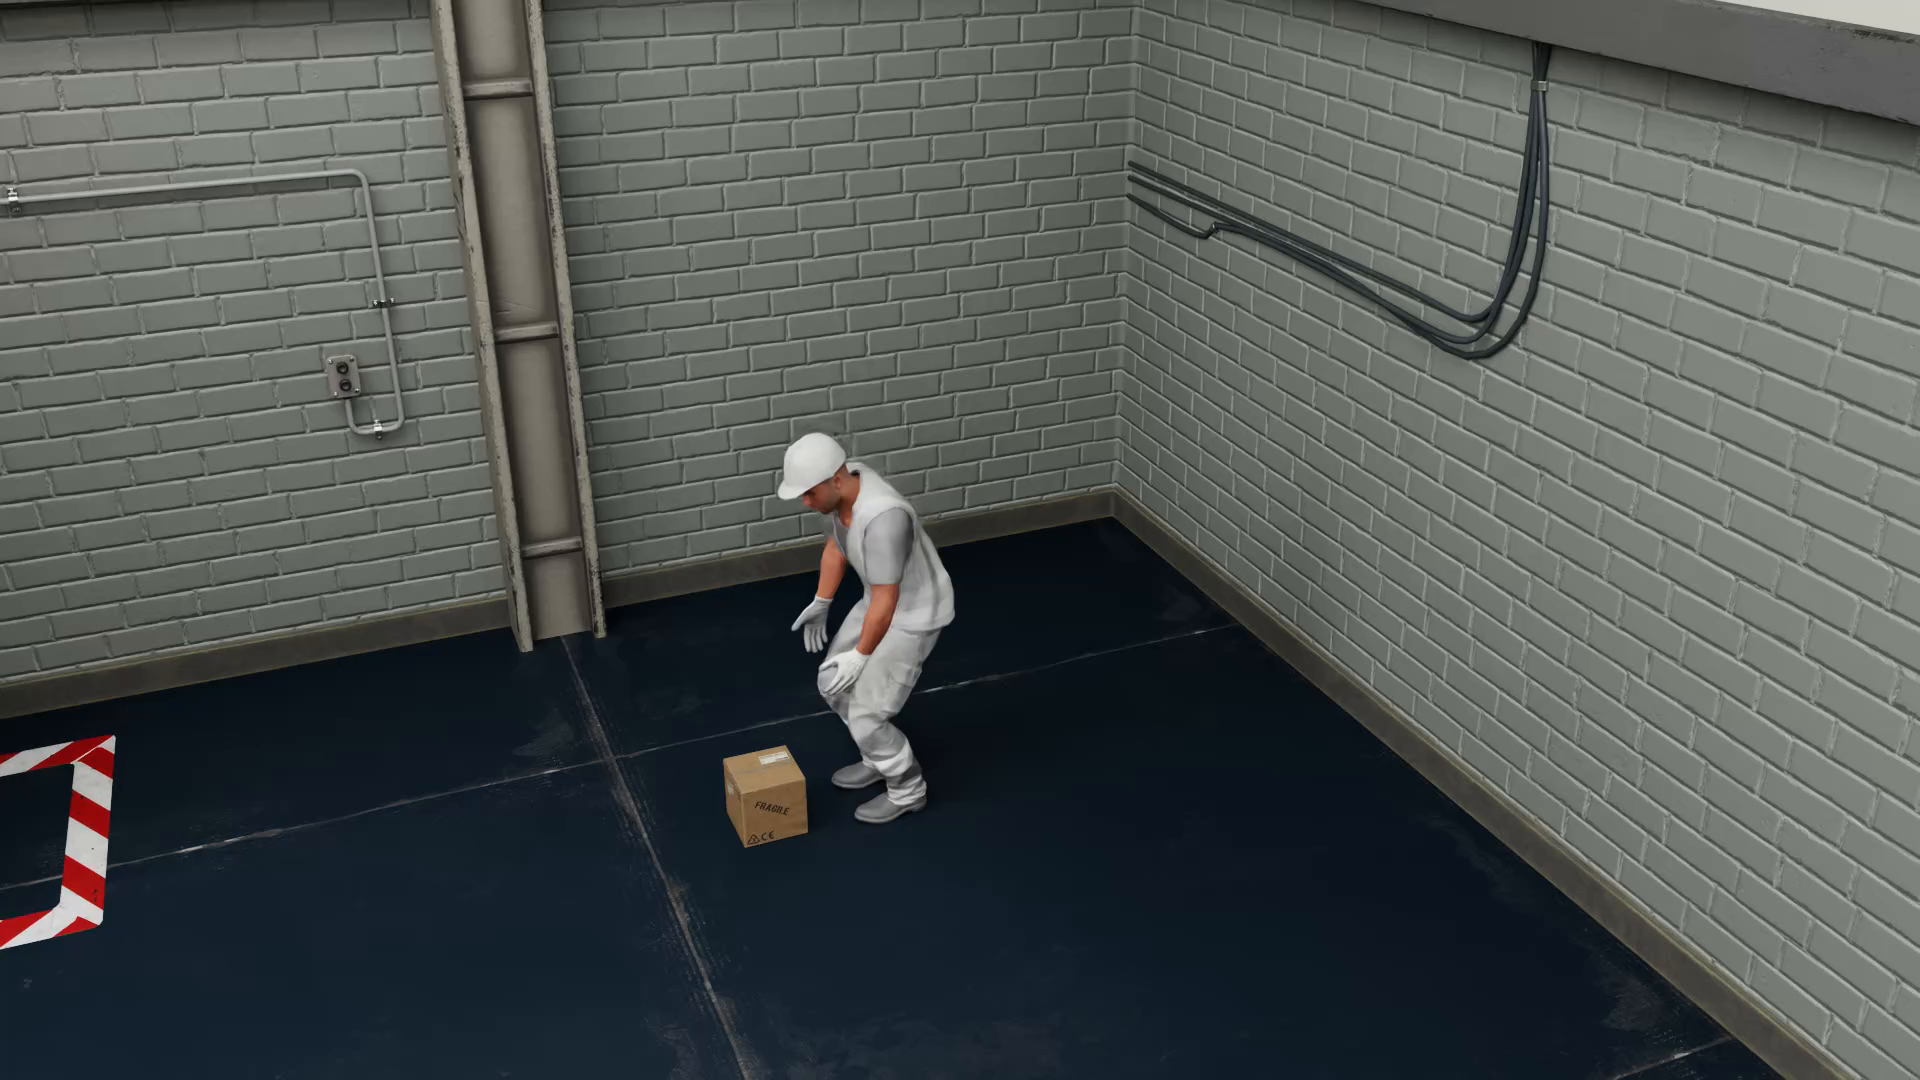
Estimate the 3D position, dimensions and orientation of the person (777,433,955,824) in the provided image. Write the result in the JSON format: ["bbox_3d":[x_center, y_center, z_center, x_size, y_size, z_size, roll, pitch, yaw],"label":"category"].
[{"bbox_3d":[-0.337,0.317,6.167,0.647,1.580,0.575,-10,27,-20],"label":"person"}]
